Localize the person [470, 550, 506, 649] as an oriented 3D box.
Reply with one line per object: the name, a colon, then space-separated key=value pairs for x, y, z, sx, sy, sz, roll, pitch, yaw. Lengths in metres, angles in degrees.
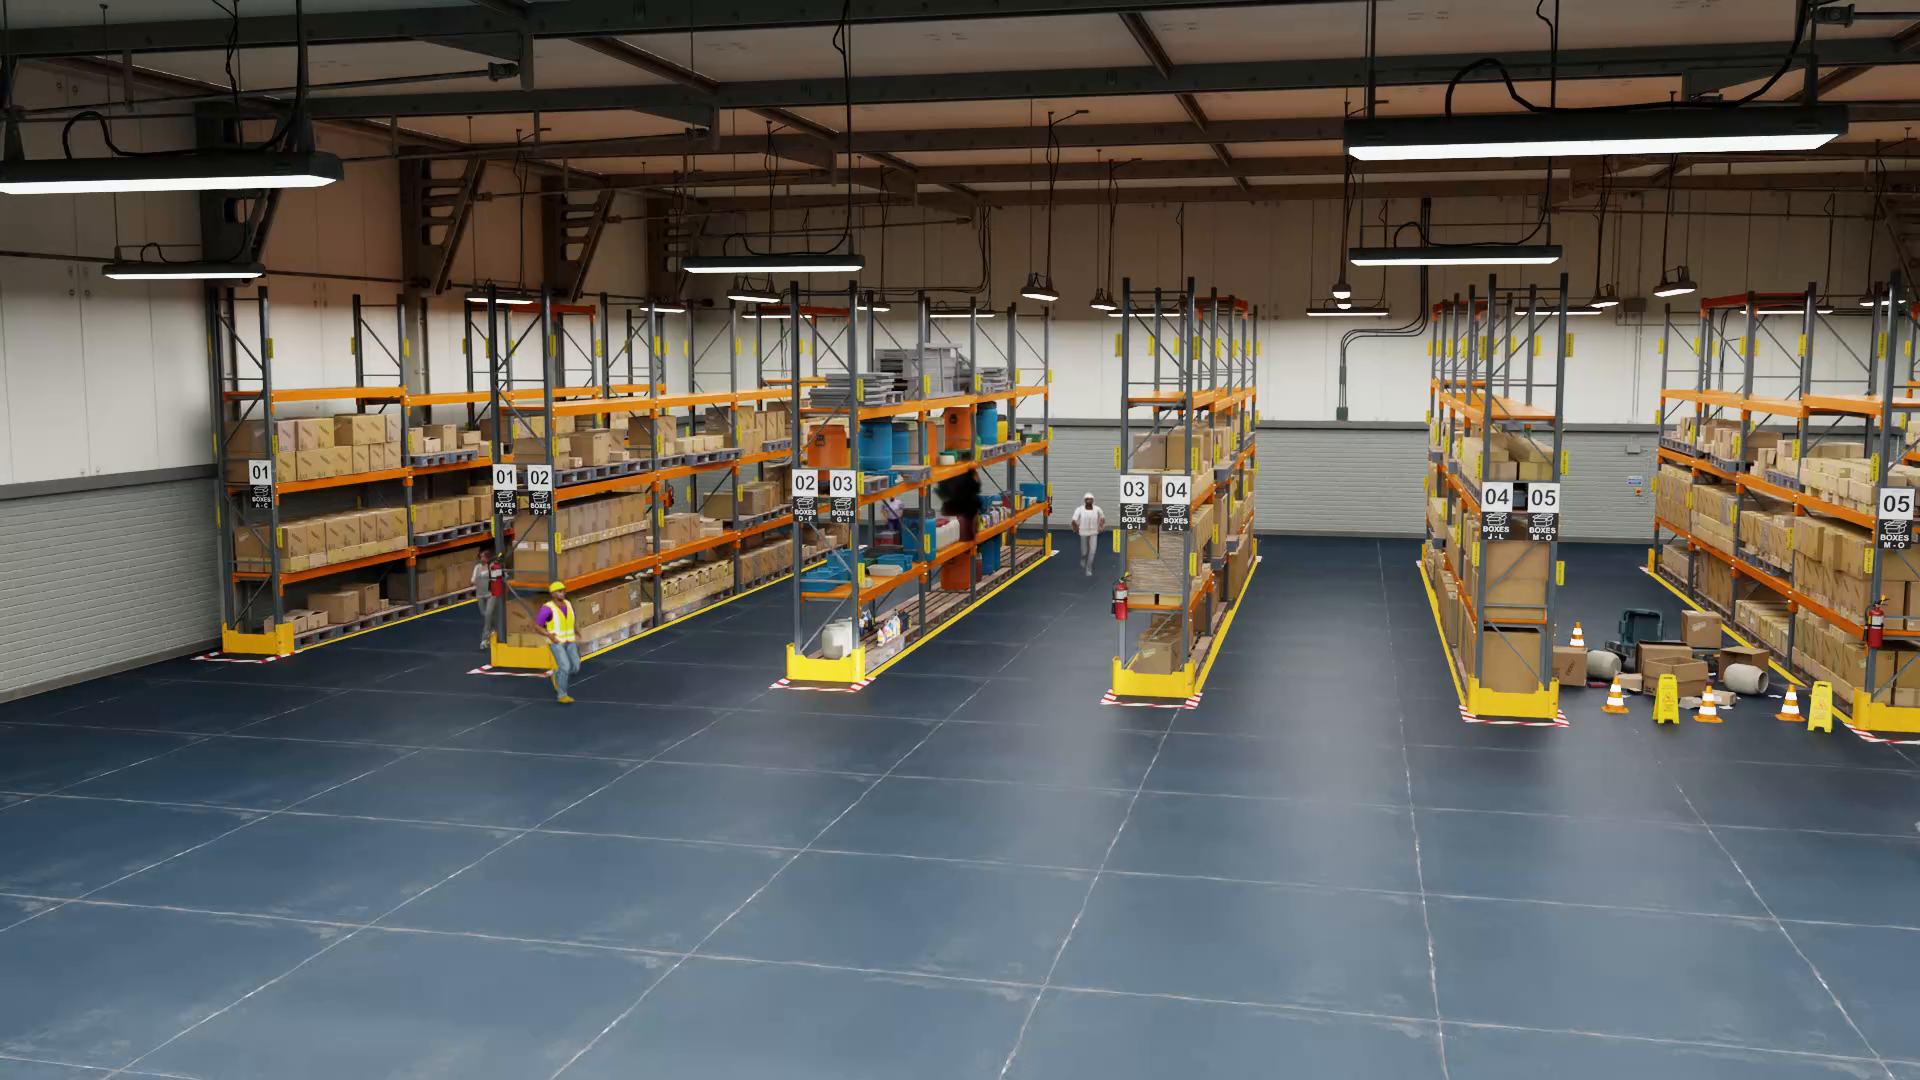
person: x=-7.974 y=0.969 z=28.022 sx=0.531 sy=1.607 sz=0.838 roll=1 pitch=7 yaw=9

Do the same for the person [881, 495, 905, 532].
person: x=-1.605 y=-0.403 z=40.163 sx=0.615 sy=1.599 sz=0.572 roll=0 pitch=7 yaw=-2

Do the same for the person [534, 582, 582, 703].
person: x=-5.693 y=1.442 z=23.609 sx=0.609 sy=1.717 sz=0.697 roll=5 pitch=8 yaw=39

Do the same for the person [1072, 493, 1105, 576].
person: x=2.694 y=-0.128 z=34.787 sx=0.699 sy=1.724 sz=0.758 roll=0 pitch=7 yaw=-2
